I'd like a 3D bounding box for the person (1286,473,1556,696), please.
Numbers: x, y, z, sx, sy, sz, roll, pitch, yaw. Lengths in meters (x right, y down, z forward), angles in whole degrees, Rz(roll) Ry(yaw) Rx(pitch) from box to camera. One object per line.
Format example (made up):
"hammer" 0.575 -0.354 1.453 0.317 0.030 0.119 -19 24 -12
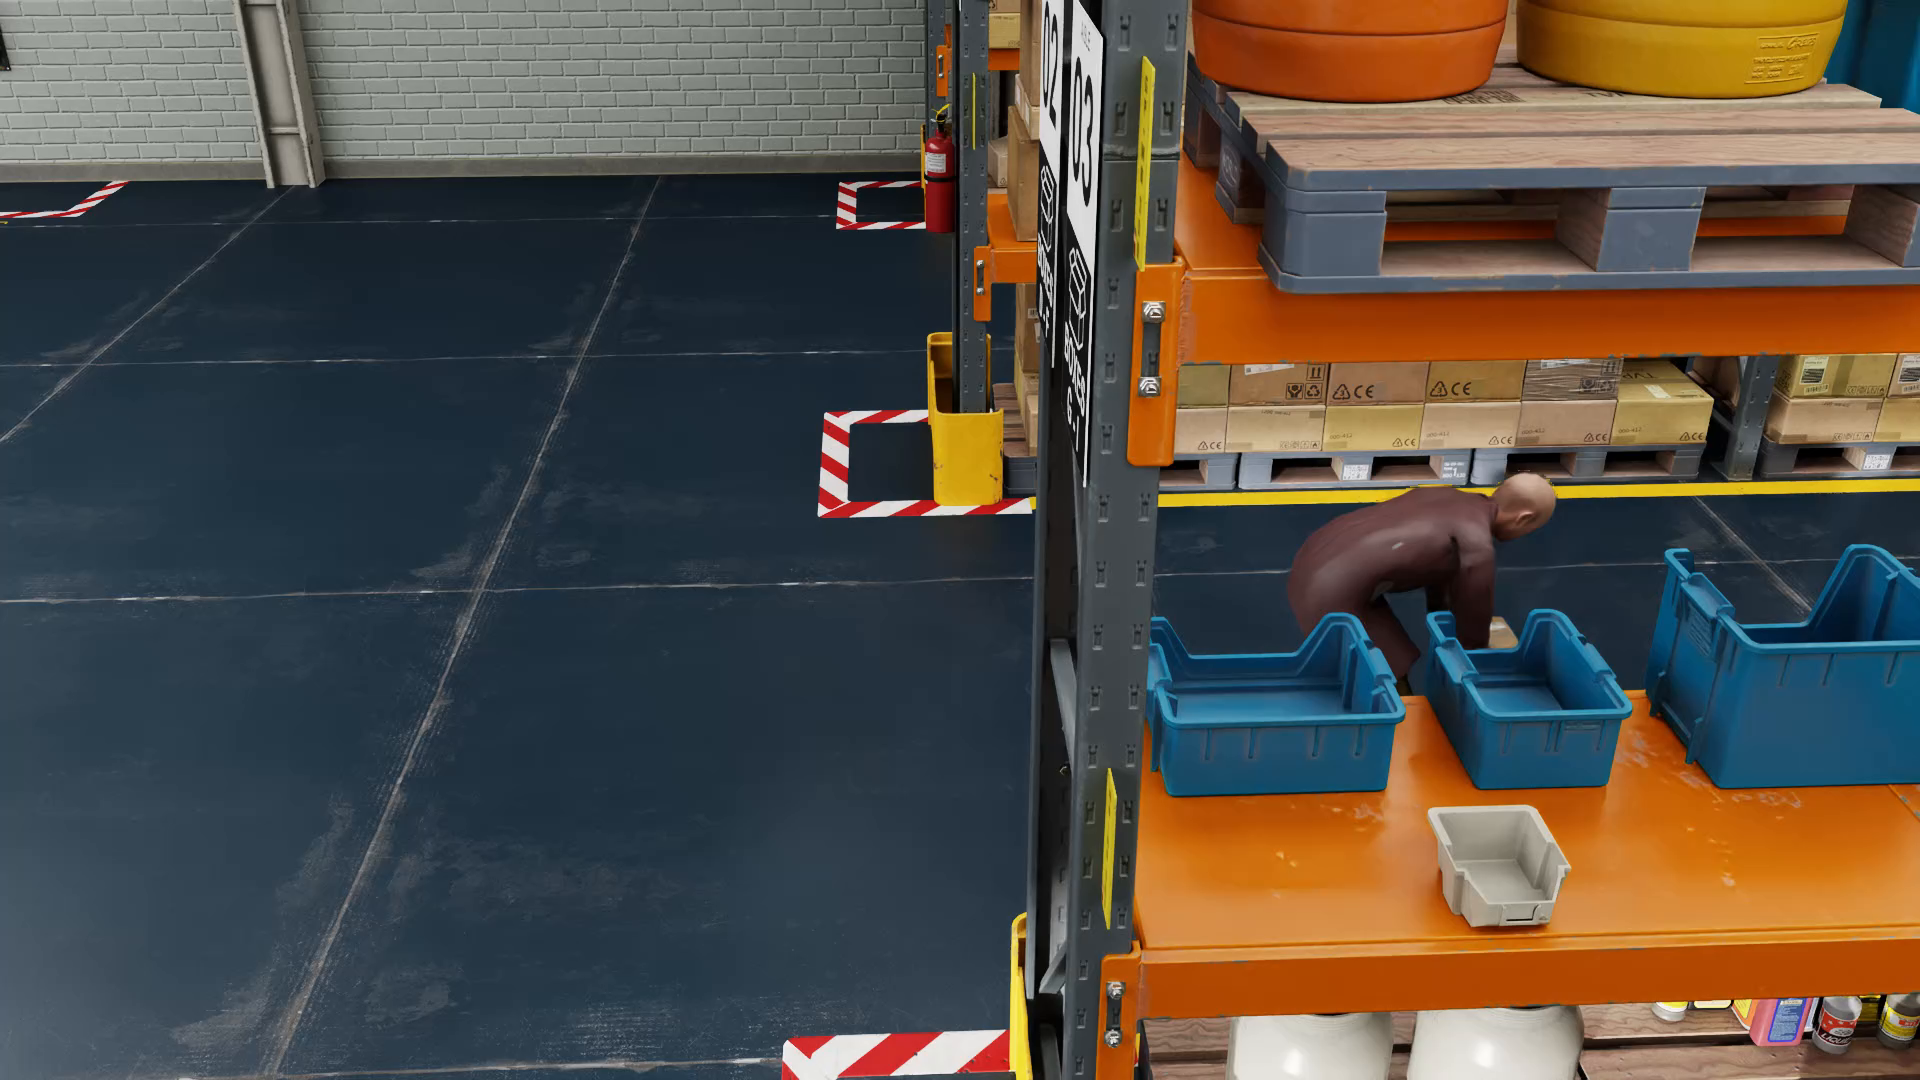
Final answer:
"person" 1.607 0.404 5.968 0.909 1.213 0.571 -2 27 -5
